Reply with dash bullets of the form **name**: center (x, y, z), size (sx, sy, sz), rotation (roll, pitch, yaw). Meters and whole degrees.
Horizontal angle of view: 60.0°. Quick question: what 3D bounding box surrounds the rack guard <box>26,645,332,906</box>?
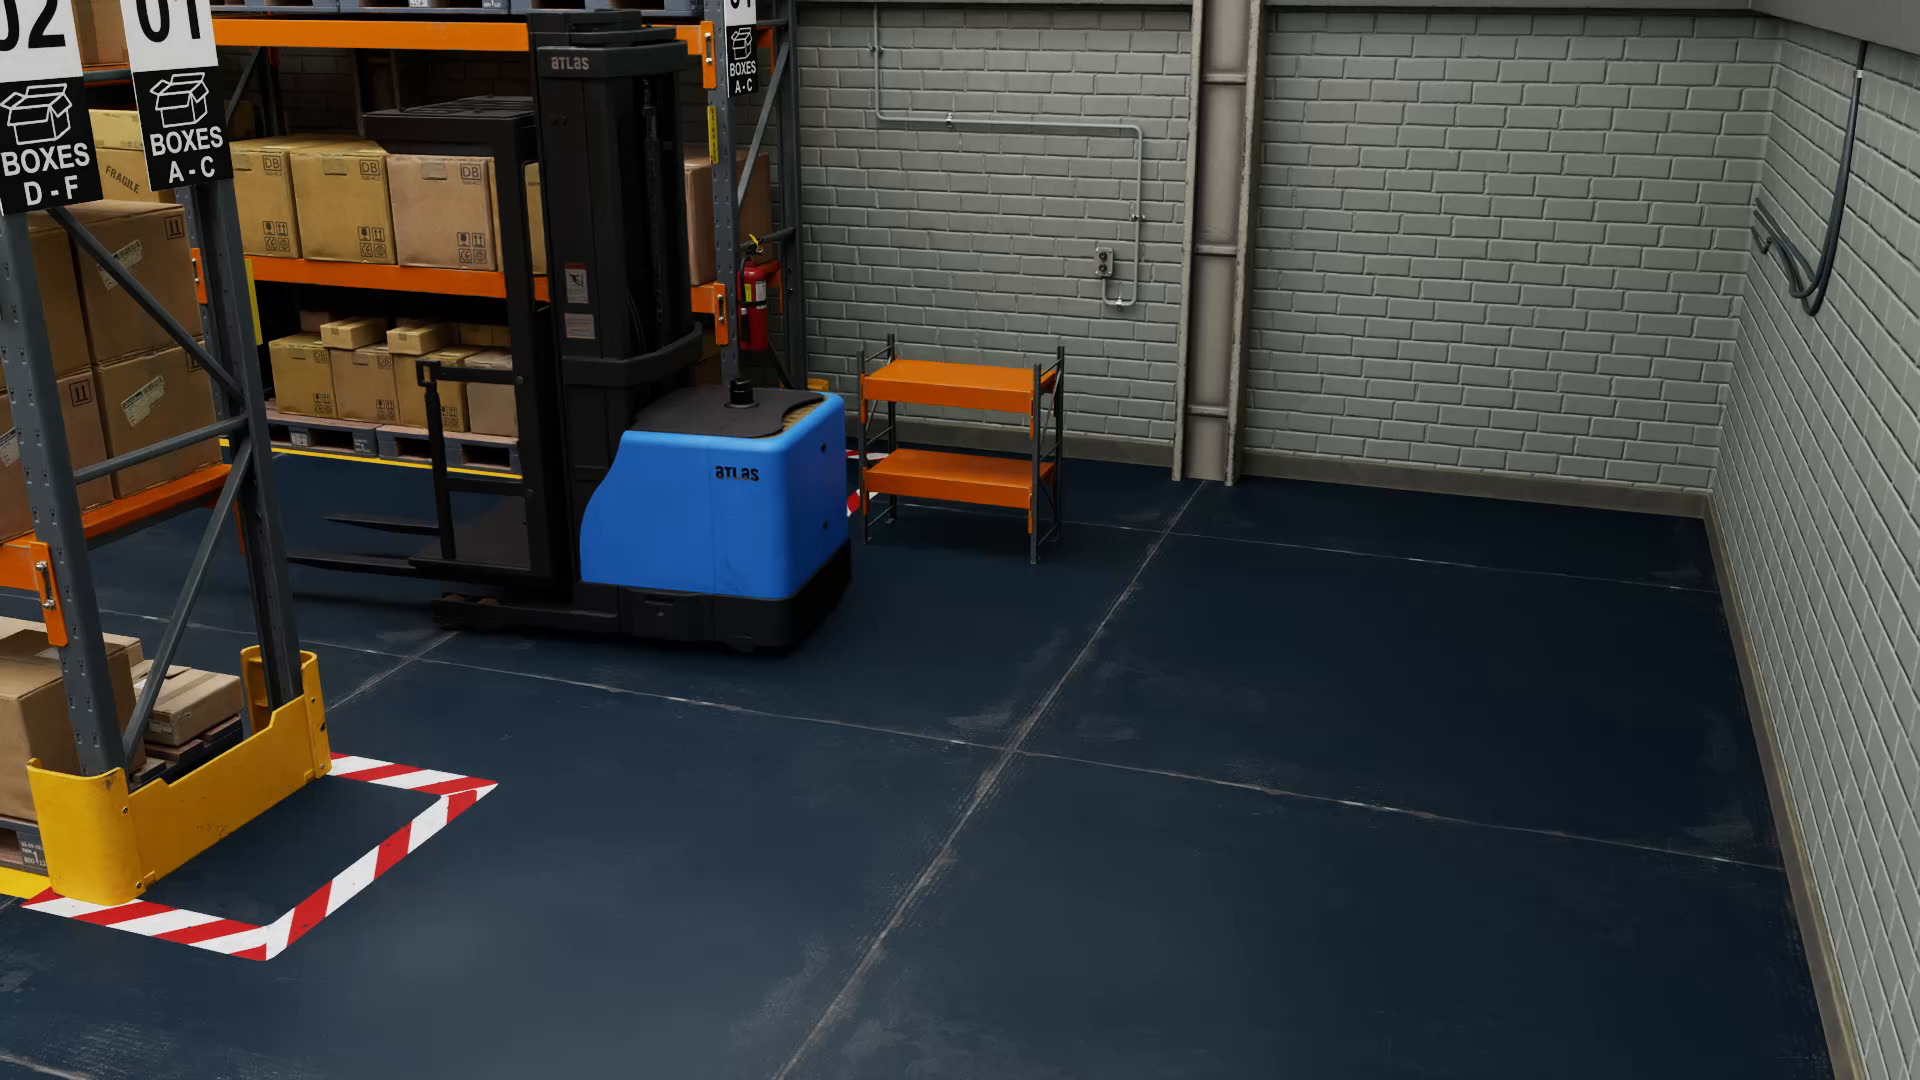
- **rack guard**: center (-2.930, 0.862, 6.344), size (0.348, 0.500, 1.175), rotation (7, 20, 18)

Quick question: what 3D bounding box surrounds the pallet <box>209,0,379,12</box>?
- **pallet**: center (-4.245, -3.566, 10.826), size (1.213, 0.211, 1.003), rotation (7, 20, 18)

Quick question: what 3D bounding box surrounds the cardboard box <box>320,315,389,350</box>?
- **cardboard box**: center (-4.078, -1.401, 11.212), size (0.250, 0.149, 0.380), rotation (7, 20, 20)

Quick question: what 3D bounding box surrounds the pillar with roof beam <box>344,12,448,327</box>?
- **pillar with roof beam**: center (-5.482, -3.971, 7.295), size (0.400, 9.000, 9.100), rotation (7, 20, 18)

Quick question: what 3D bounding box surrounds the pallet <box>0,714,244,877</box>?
- **pallet**: center (-3.683, 0.913, 6.638), size (1.213, 0.211, 1.003), rotation (7, 20, 18)

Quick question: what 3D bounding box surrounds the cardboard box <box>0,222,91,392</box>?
- **cardboard box**: center (-3.369, -0.792, 5.620), size (0.500, 0.500, 0.500), rotation (6, 20, 18)

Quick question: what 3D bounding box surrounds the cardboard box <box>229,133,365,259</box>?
- **cardboard box**: center (-4.507, -2.361, 11.336), size (0.700, 0.700, 0.980), rotation (7, 20, 19)

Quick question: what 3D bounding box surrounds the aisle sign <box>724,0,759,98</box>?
- **aisle sign**: center (-1.266, -2.977, 9.611), size (0.004, 0.787, 0.394), rotation (7, 20, 18)

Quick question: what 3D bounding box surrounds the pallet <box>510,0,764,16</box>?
- **pallet**: center (-1.940, -3.302, 10.070), size (1.213, 0.211, 1.003), rotation (7, 20, 18)

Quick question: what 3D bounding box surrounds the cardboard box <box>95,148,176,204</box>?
- **cardboard box**: center (-5.533, -2.451, 11.418), size (0.500, 0.500, 0.500), rotation (6, 20, 17)

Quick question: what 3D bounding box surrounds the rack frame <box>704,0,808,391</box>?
- **rack frame**: center (-1.236, -1.851, 10.329), size (0.127, 3.000, 1.000), rotation (7, 20, 18)

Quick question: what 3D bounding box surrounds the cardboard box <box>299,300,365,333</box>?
- **cardboard box**: center (-4.413, -1.572, 11.703), size (0.250, 0.149, 0.380), rotation (6, 20, 18)

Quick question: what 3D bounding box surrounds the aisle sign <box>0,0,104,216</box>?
- **aisle sign**: center (-2.894, -1.435, 5.187), size (0.004, 0.787, 0.394), rotation (7, 20, 18)

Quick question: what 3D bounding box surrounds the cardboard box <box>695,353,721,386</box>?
- **cardboard box**: center (-1.930, -0.913, 10.799), size (0.500, 0.500, 0.700), rotation (7, 20, 18)

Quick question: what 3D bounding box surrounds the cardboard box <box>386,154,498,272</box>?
- **cardboard box**: center (-3.129, -2.205, 10.888), size (0.700, 0.700, 0.980), rotation (6, 20, 15)

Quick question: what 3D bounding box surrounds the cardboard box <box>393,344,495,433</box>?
- **cardboard box**: center (-3.384, -1.077, 11.268), size (0.500, 0.500, 0.700), rotation (7, 20, 19)

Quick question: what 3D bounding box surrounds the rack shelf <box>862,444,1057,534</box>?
- **rack shelf**: center (0.006, -0.300, 9.469), size (1.000, 0.278, 0.538), rotation (7, 20, 18)

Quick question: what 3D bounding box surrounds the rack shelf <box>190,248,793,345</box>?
- **rack shelf**: center (-3.125, -1.727, 11.067), size (4.000, 0.370, 1.077), rotation (7, 20, 18)

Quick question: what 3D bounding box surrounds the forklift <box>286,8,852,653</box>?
- **forklift**: center (-2.145, -1.088, 8.245), size (3.031, 2.935, 1.130), rotation (5, 20, 13)

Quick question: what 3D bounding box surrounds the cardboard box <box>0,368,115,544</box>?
- **cardboard box**: center (-3.370, -0.321, 5.788), size (0.500, 0.500, 0.500), rotation (7, 20, 20)

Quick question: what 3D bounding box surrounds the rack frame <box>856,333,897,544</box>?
- **rack frame**: center (-0.474, -0.585, 9.547), size (0.032, 1.125, 0.500), rotation (7, 20, 18)

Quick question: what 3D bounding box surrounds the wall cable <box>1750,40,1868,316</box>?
- **wall cable**: center (3.990, -2.495, 7.781), size (0.112, 2.526, 3.097), rotation (7, 20, 18)

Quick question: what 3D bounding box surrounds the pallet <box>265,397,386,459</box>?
- **pallet**: center (-4.322, -0.860, 11.722), size (1.213, 0.211, 1.003), rotation (7, 20, 18)

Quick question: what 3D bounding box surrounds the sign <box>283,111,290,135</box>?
- **sign**: center (-4.834, -2.902, 11.908), size (0.005, 0.325, 0.100), rotation (7, 20, 18)

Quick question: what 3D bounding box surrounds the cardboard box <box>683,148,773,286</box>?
- **cardboard box**: center (-1.721, -2.044, 10.428), size (0.700, 0.700, 0.980), rotation (7, 21, 21)

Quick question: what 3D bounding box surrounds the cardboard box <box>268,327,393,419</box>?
- **cardboard box**: center (-4.342, -1.188, 11.587), size (0.500, 0.500, 0.700), rotation (7, 20, 19)

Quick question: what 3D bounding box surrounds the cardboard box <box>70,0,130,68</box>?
- **cardboard box**: center (-3.260, -1.790, 5.826), size (0.500, 0.250, 0.500), rotation (7, 20, 18)

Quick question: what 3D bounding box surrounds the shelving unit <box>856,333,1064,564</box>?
- **shelving unit**: center (0.006, -0.530, 9.389), size (1.048, 1.125, 0.538), rotation (7, 20, 18)

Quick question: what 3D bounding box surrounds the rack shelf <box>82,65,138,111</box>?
- **rack shelf**: center (-4.747, -1.603, 6.153), size (4.000, 0.370, 1.077), rotation (7, 20, 18)

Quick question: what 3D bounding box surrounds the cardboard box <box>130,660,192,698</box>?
- **cardboard box**: center (-3.377, 0.641, 6.817), size (0.250, 0.166, 0.380), rotation (7, 20, 18)

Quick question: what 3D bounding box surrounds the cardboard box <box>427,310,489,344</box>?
- **cardboard box**: center (-3.428, -1.460, 11.381), size (0.250, 0.149, 0.380), rotation (7, 20, 19)

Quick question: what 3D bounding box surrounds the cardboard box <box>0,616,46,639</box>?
- **cardboard box**: center (-4.223, 0.526, 7.020), size (0.500, 0.250, 0.500), rotation (7, 20, 18)

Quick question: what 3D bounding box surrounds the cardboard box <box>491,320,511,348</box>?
- **cardboard box**: center (-2.944, -1.405, 11.223), size (0.250, 0.149, 0.380), rotation (7, 20, 19)
